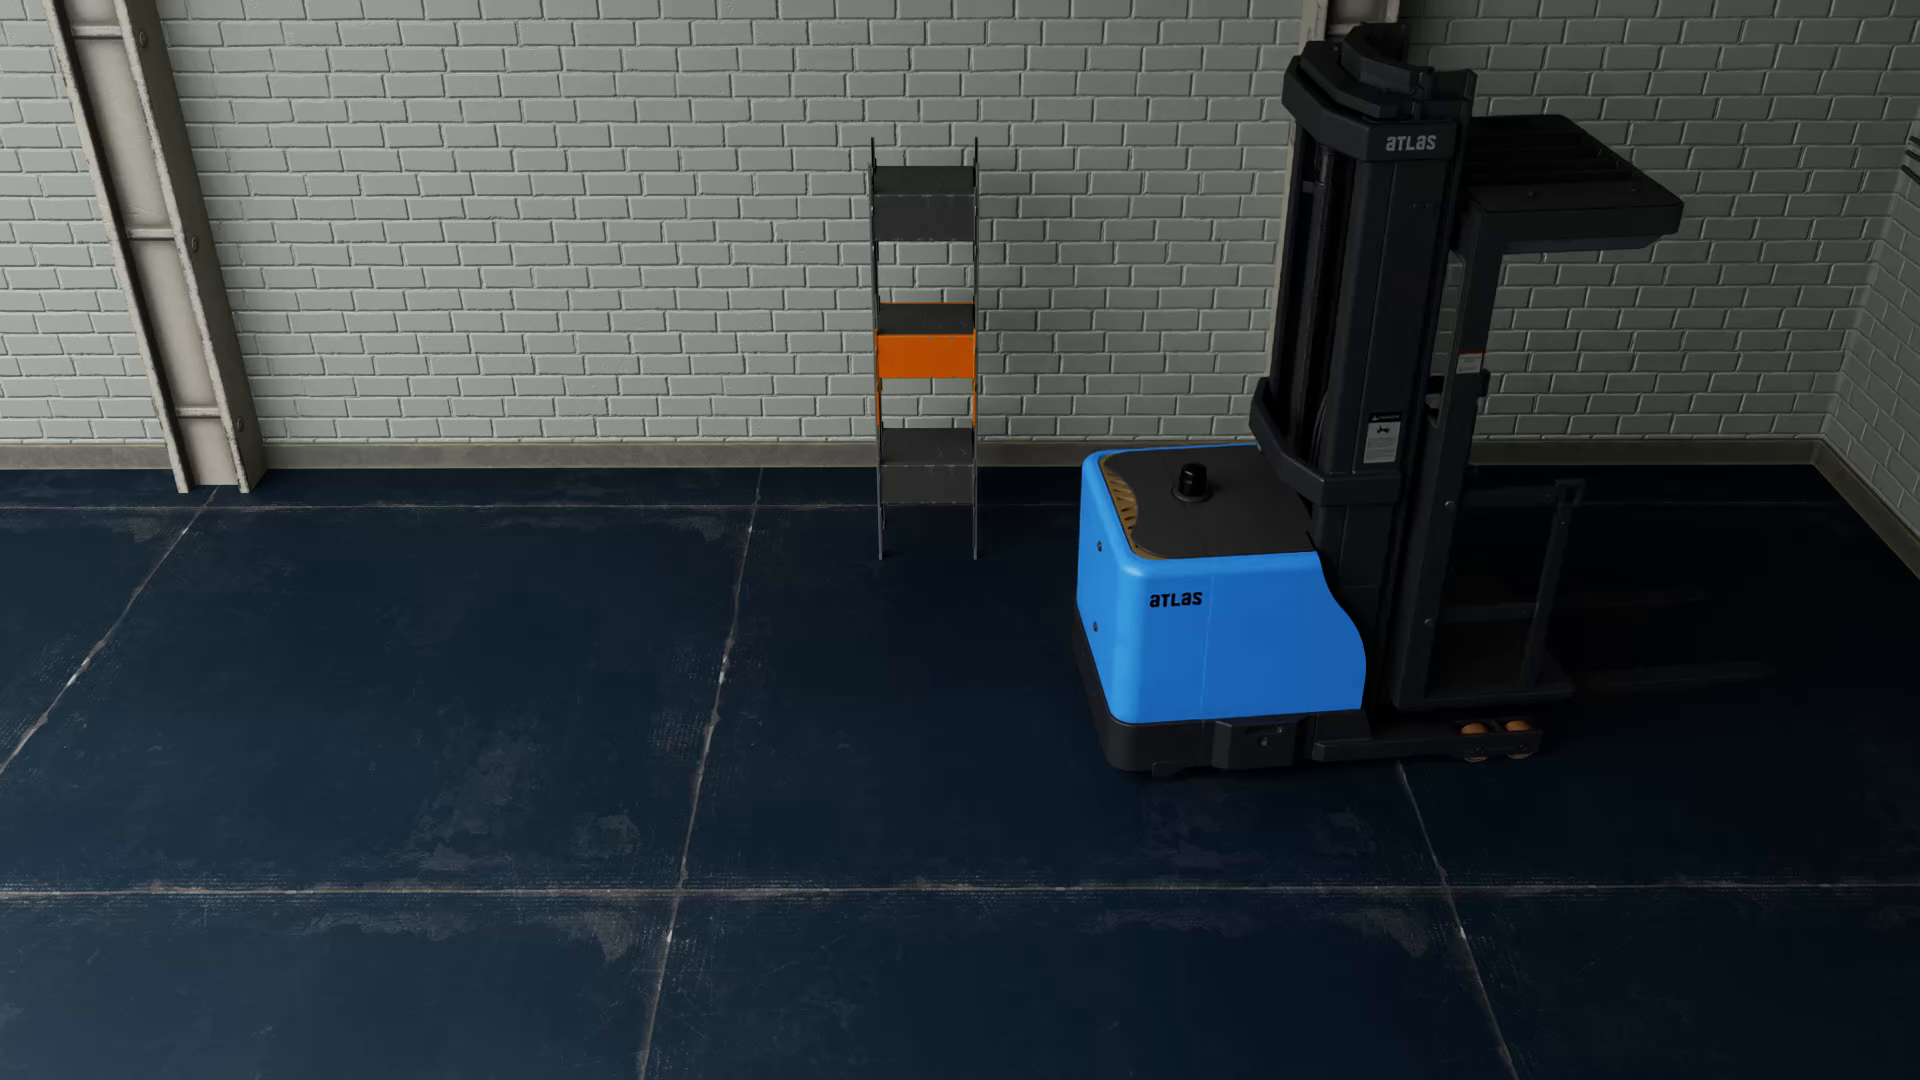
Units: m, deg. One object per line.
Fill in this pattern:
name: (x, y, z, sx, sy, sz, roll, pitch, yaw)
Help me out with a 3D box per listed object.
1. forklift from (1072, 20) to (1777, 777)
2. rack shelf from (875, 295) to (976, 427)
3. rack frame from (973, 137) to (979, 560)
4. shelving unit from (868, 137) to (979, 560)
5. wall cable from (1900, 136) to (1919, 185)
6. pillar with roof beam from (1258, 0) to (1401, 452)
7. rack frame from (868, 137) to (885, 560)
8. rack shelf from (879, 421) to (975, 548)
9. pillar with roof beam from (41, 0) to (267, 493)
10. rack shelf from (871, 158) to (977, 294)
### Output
forklift: (2.078, -0.567, 6.858, 3.031, 2.935, 1.130, -3, 31, -5)
rack shelf: (-0.166, -0.885, 8.212, 0.480, 0.518, 0.431, 0, 31, 0)
rack frame: (0.078, -0.898, 8.206, 0.015, 2.100, 0.400, 0, 31, 0)
shelving unit: (-0.166, -0.897, 8.204, 0.503, 2.100, 0.431, 0, 31, 0)
wall cable: (4.835, -2.203, 6.700, 0.112, 2.526, 3.097, 0, 31, 0)
pillar with roof beam: (1.907, -1.974, 3.329, 0.400, 9.000, 9.100, 0, 31, 0)
rack frame: (-0.410, -0.896, 8.203, 0.015, 2.100, 0.400, 0, 31, 0)
rack shelf: (-0.166, -0.287, 8.575, 0.480, 0.518, 0.431, 0, 31, 0)
pillar with roof beam: (-4.093, -1.956, 3.298, 0.400, 9.000, 9.100, 0, 31, 0)
rack shelf: (-0.166, -1.484, 7.848, 0.480, 0.518, 0.431, 0, 31, 0)
